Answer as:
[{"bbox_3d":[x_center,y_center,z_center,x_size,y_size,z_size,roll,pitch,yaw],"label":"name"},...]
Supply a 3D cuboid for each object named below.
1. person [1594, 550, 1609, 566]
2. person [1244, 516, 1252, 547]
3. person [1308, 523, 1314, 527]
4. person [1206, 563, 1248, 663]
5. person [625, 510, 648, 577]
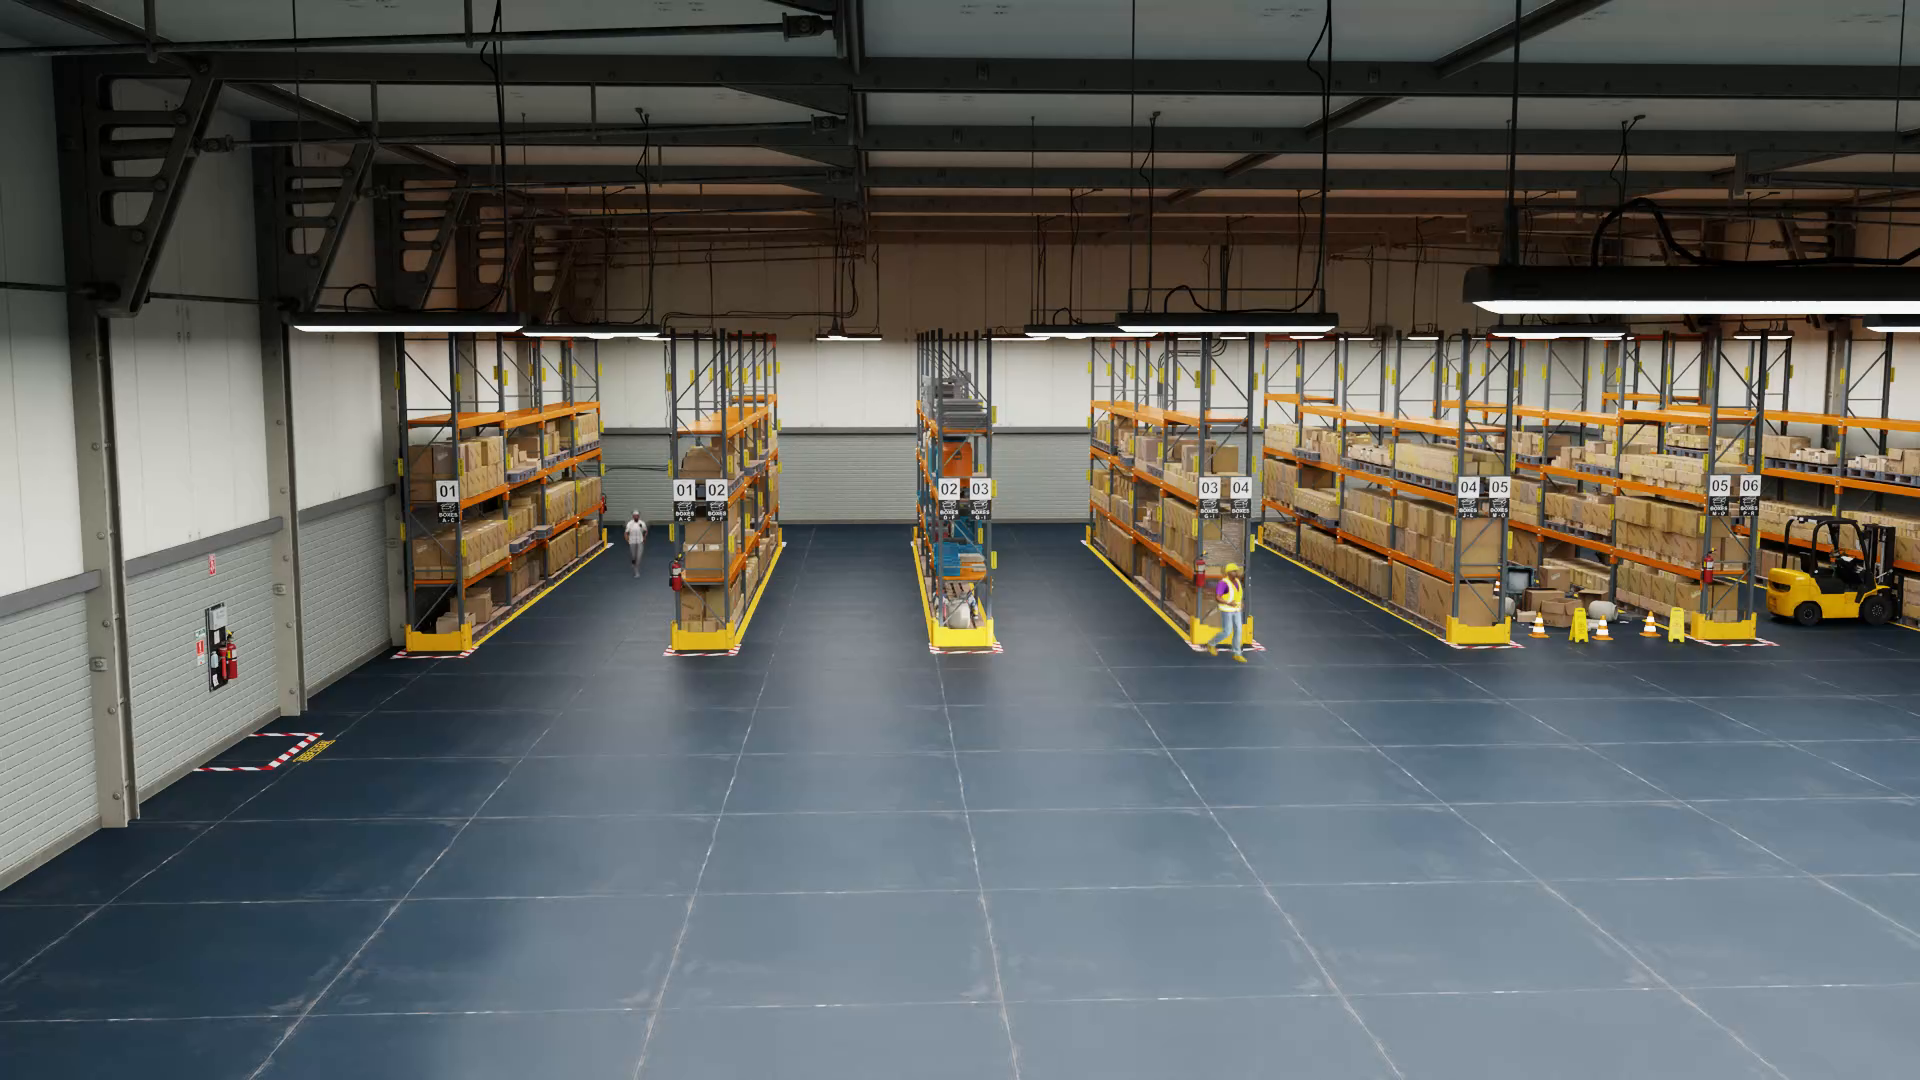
[{"bbox_3d":[16.201,-0.041,41.681,0.724,1.734,0.621,0,7,-2],"label":"person"},{"bbox_3d":[7.615,-0.311,44.715,0.531,1.553,0.539,-1,7,-10],"label":"person"},{"bbox_3d":[10.521,-0.891,49.258,0.903,1.631,0.608,-2,7,-16],"label":"person"},{"bbox_3d":[4.882,1.298,30.173,0.727,1.776,0.844,-6,9,-41],"label":"person"},{"bbox_3d":[-7.994,0.071,41.124,0.582,1.665,0.578,-1,7,-10],"label":"person"}]
